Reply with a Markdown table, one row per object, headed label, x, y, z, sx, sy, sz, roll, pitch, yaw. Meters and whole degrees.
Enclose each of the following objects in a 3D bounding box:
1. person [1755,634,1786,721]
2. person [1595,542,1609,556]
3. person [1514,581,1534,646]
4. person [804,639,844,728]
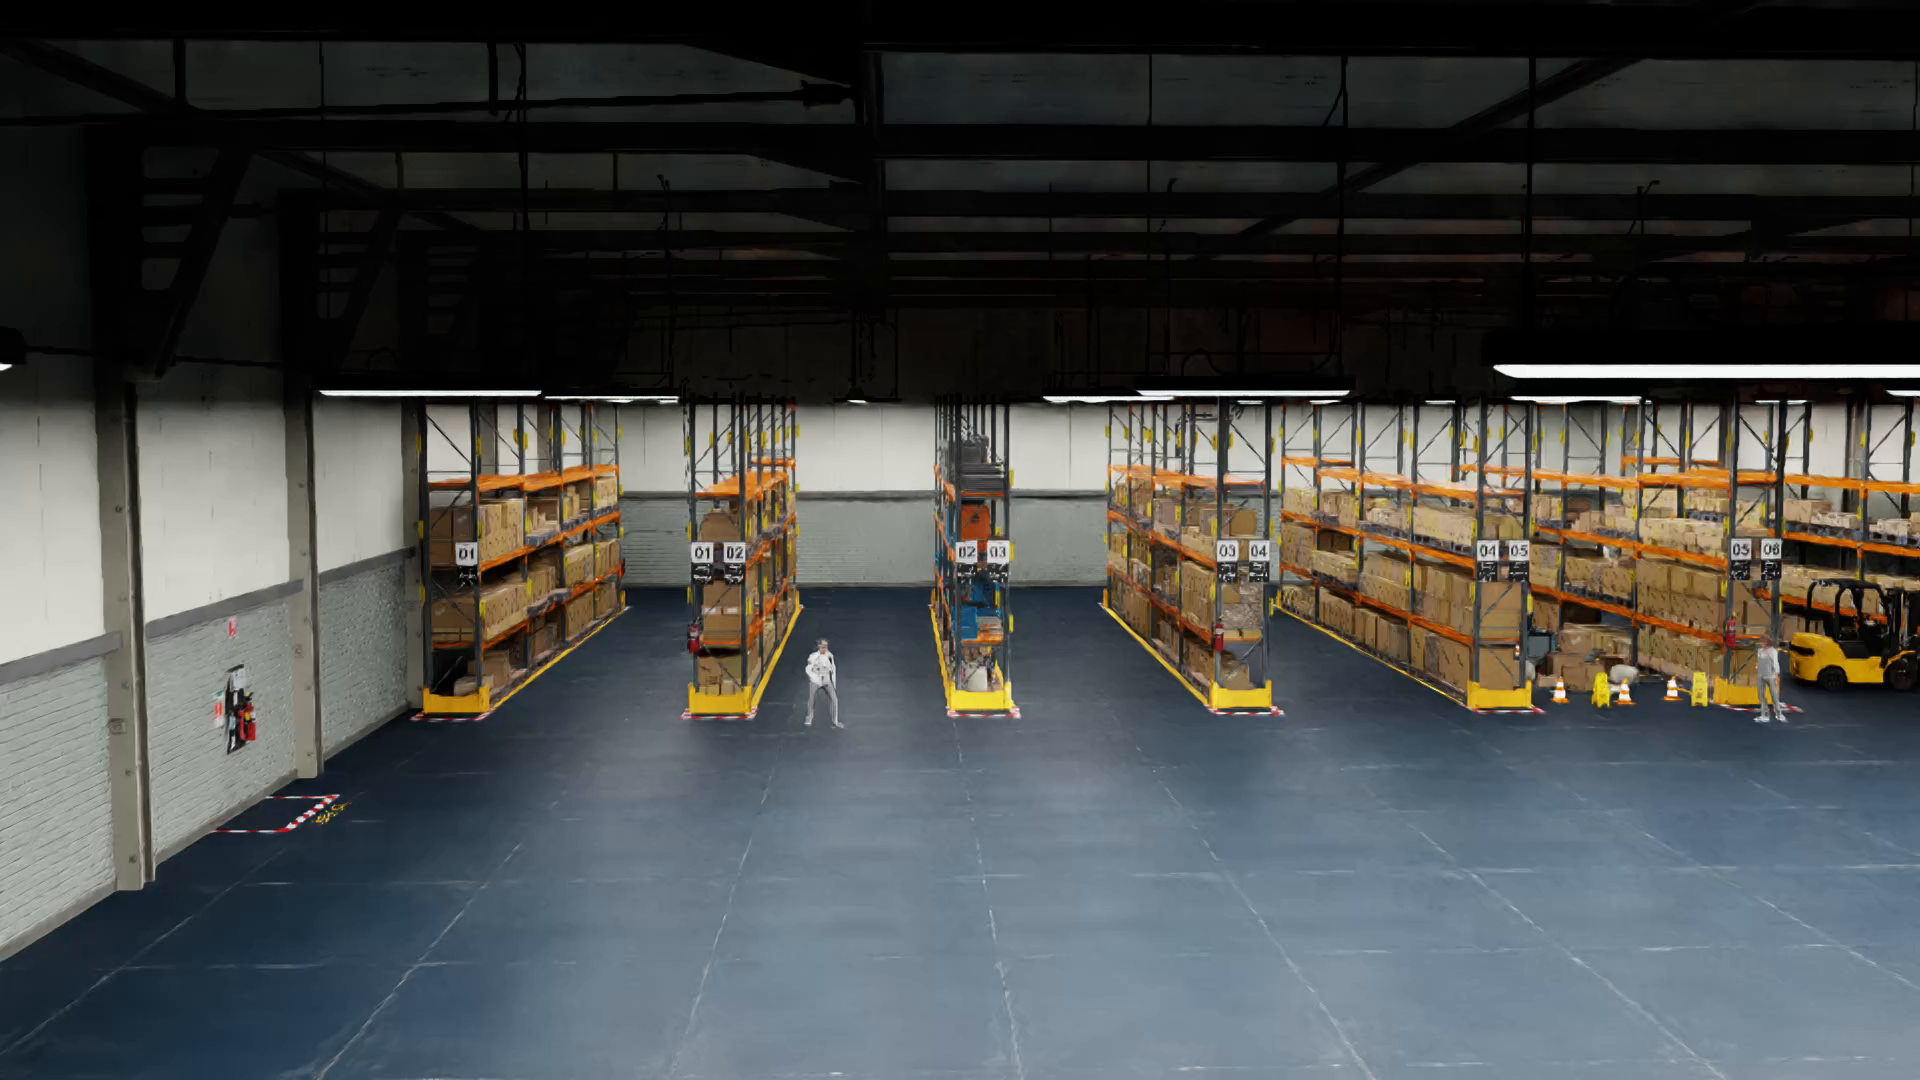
| label | x | y | z | sx | sy | sz | roll | pitch | yaw |
| --- | --- | --- | --- | --- | --- | --- | --- | --- | --- |
| person | 14.782 | 2.516 | 30.333 | 0.491 | 1.576 | 0.516 | -2 | 5 | -28 |
| person | 19.327 | 0.829 | 50.101 | 0.768 | 1.770 | 0.604 | -3 | 5 | -31 |
| person | 13.440 | 1.751 | 39.507 | 0.534 | 1.587 | 0.522 | 2 | 5 | 22 |
| person | -2.475 | 2.530 | 29.715 | 0.638 | 1.607 | 0.813 | -2 | 5 | -19 |
